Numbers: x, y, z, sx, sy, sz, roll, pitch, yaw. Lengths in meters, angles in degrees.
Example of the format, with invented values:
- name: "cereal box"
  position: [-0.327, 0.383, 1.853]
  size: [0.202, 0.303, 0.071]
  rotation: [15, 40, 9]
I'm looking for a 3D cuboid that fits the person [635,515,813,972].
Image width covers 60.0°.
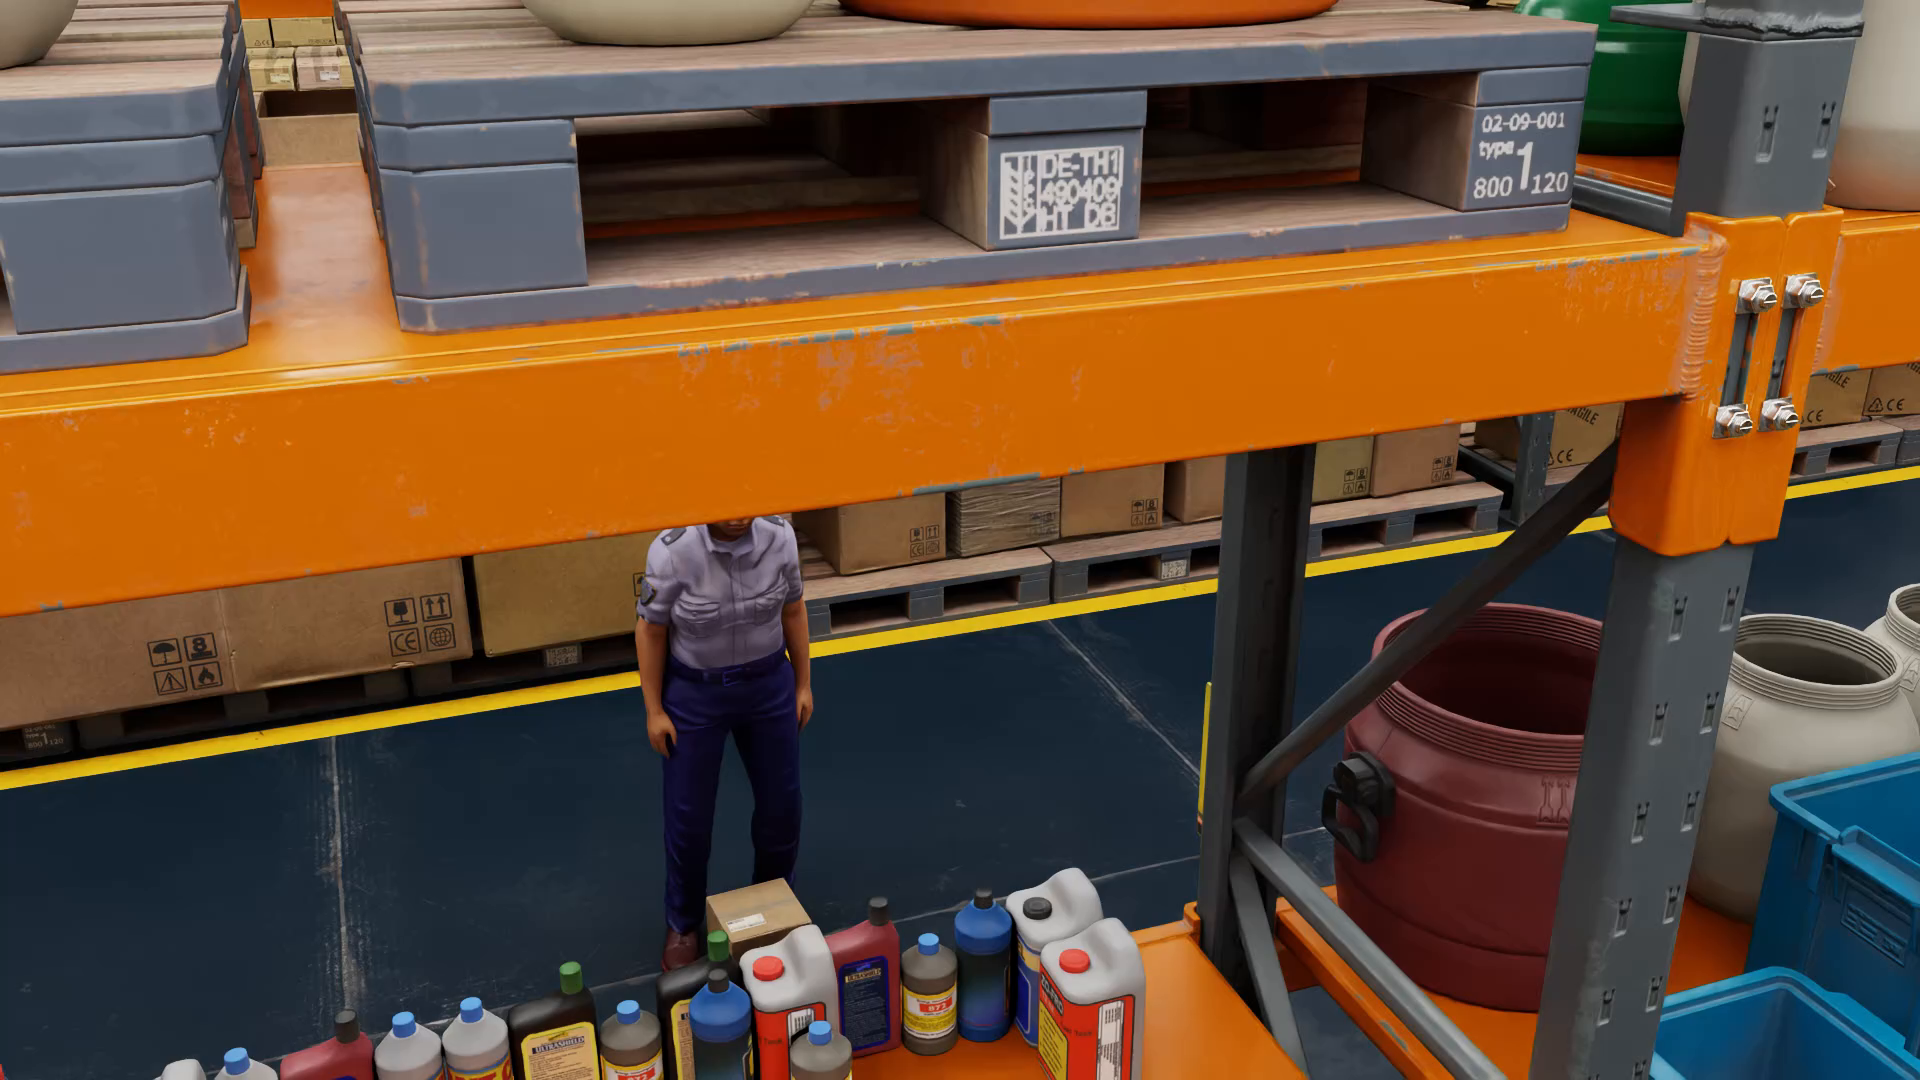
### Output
- name: "person"
  position: [-0.694, 0.485, 4.945]
  size: [0.548, 1.650, 0.375]
  rotation: [-9, 24, -21]
